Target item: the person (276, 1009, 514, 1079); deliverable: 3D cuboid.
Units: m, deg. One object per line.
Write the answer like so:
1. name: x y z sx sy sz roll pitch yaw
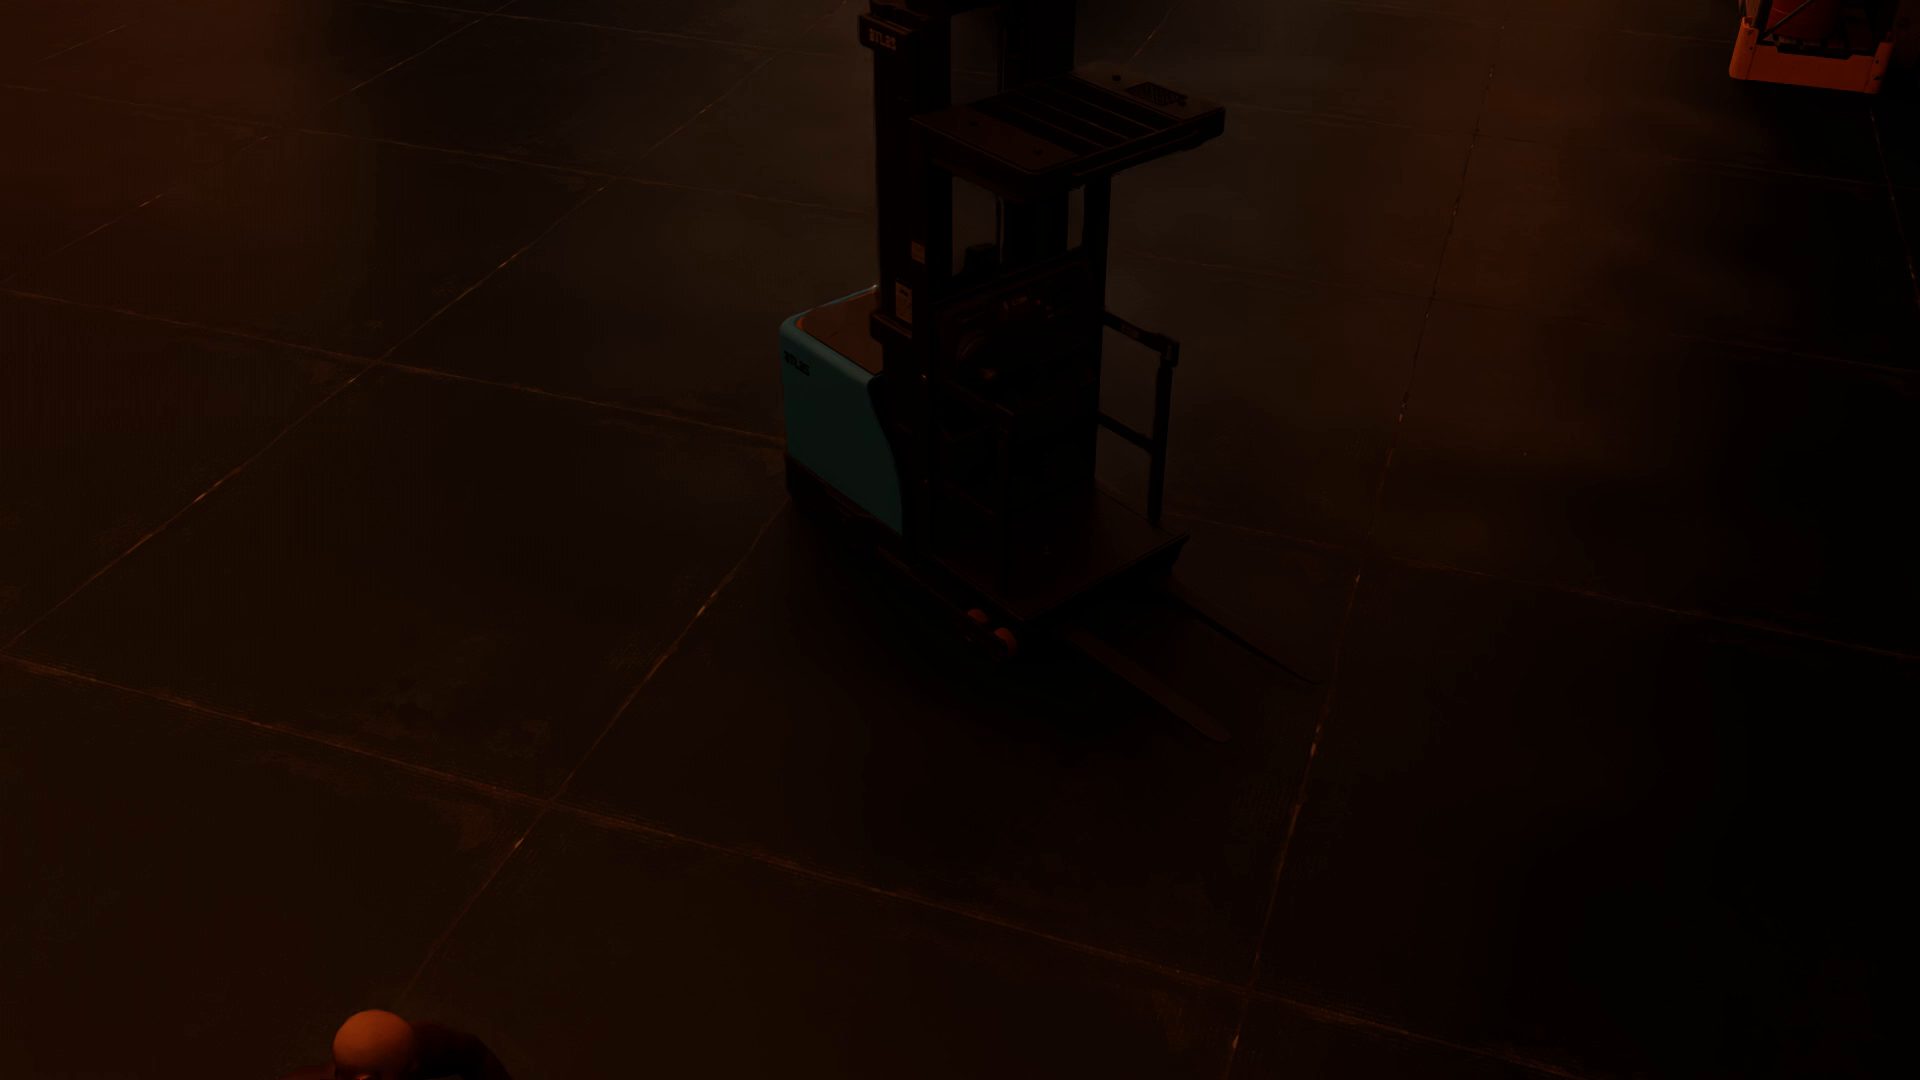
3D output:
1. person: -1.616 1.823 4.780 0.704 1.543 0.911 -5 36 -7

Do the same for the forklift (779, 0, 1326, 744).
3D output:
1. forklift: 0.402 -0.946 7.446 1.130 2.935 3.031 -26 43 -32
